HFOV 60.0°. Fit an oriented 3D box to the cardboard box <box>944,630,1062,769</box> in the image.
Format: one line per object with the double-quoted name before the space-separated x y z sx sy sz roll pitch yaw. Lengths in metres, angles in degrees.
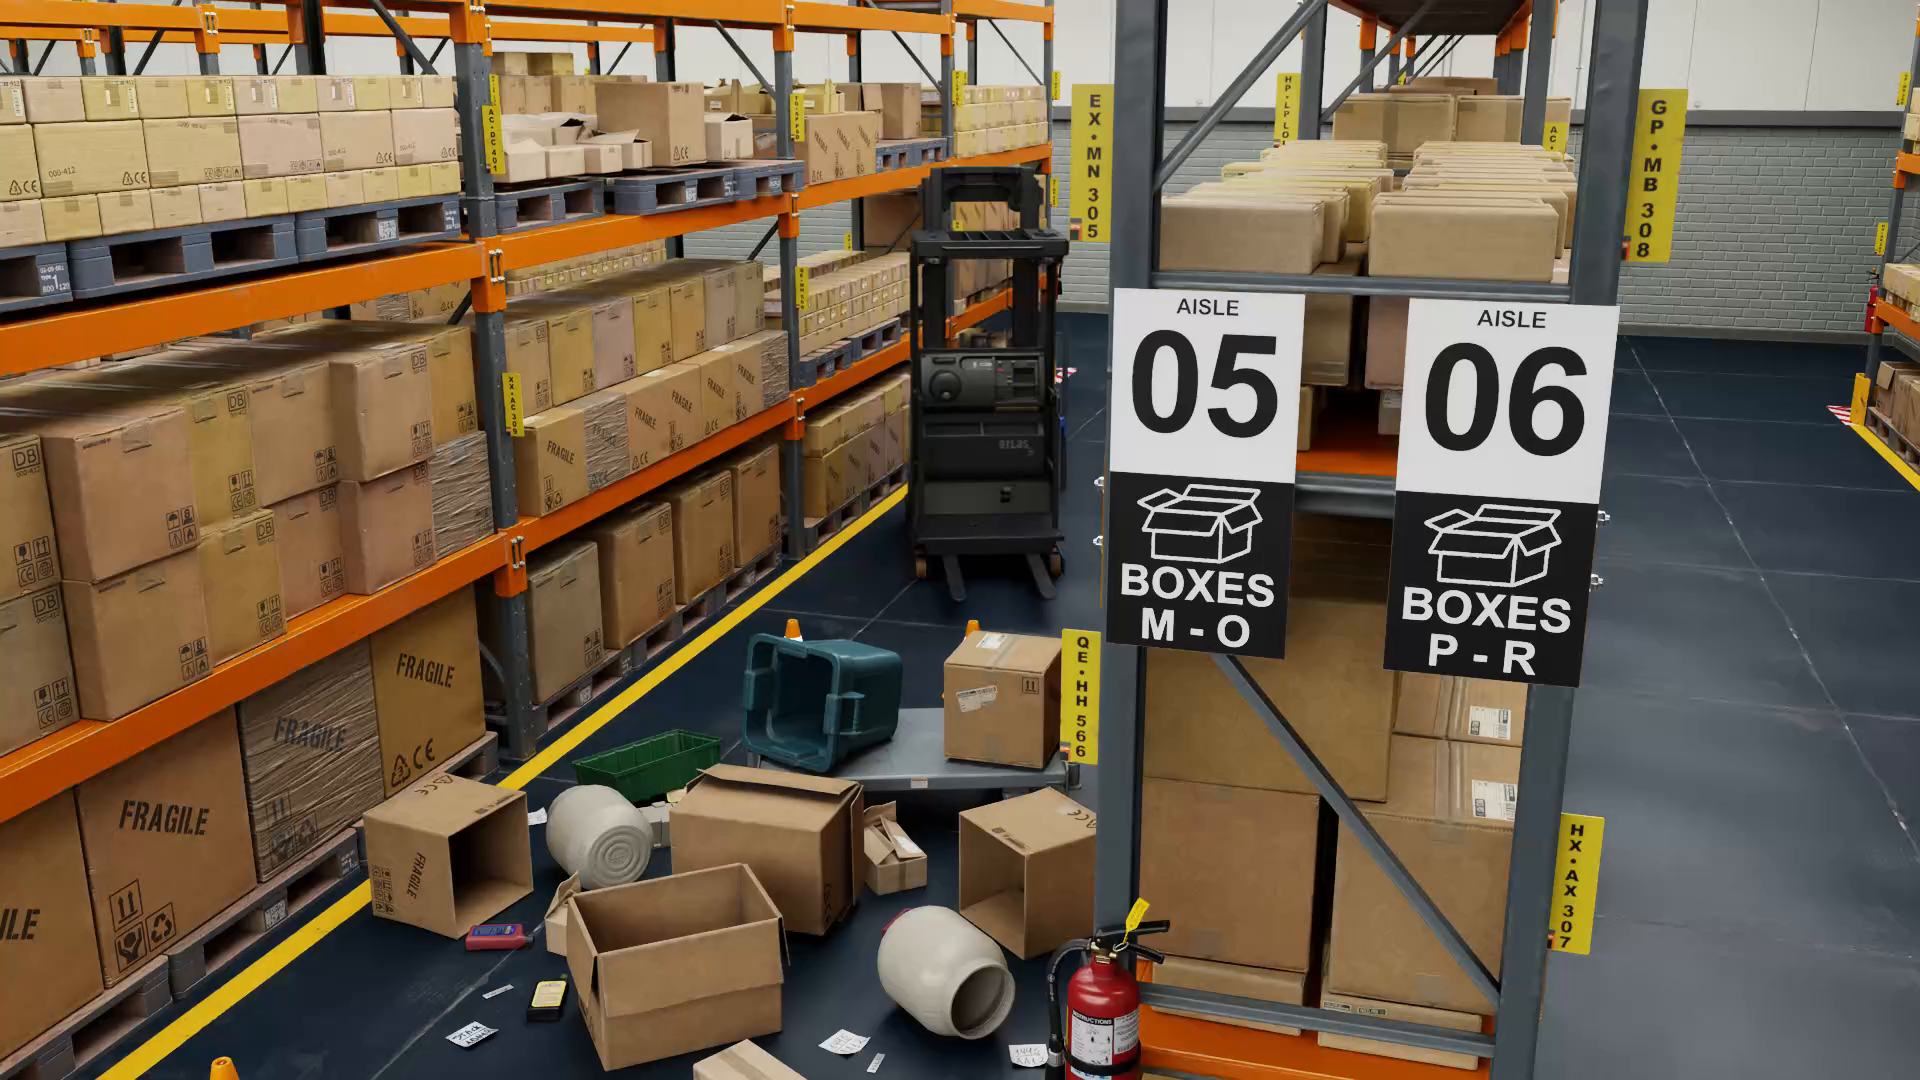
"cardboard box" 0.231 0.783 8.264 0.500 0.500 0.500 5 16 16

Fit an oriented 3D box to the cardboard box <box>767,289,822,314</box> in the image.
"cardboard box" -1.301 -1.872 13.034 0.380 0.149 0.250 4 16 14

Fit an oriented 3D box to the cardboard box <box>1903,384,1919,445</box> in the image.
"cardboard box" 9.325 -1.176 15.789 0.500 0.500 0.500 5 17 17

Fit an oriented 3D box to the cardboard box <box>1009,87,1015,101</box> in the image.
"cardboard box" 0.375 -4.782 17.824 0.380 0.149 0.250 5 17 17

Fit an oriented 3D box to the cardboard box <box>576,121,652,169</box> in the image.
"cardboard box" -2.094 -2.384 10.033 0.396 0.266 0.258 5 16 16

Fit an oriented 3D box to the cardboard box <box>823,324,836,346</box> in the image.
"cardboard box" -1.219 -1.652 13.347 0.380 0.149 0.250 5 17 19

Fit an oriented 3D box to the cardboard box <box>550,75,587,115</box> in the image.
"cardboard box" -4.675 -5.003 18.838 0.700 0.500 0.500 5 17 18

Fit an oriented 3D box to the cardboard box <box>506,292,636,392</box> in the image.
"cardboard box" -2.405 -1.209 10.077 0.700 0.500 0.500 5 17 16

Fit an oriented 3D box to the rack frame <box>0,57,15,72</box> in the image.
"rack frame" -13.642 -7.488 23.238 1.000 3.000 0.127 5 16 16

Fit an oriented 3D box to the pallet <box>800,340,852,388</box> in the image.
"pallet" -1.591 -1.431 13.229 1.213 0.211 1.003 5 16 16

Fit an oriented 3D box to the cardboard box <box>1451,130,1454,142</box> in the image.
"cardboard box" 2.677 -2.063 9.418 0.797 0.503 0.637 5 16 16

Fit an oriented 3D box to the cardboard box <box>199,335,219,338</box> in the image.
"cardboard box" -6.516 -1.936 14.475 0.500 0.500 0.500 5 17 18

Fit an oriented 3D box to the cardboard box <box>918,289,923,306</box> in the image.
"cardboard box" -0.551 -2.269 15.523 0.380 0.149 0.250 5 17 16

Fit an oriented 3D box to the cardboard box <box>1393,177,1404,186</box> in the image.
"cardboard box" 1.559 -1.345 6.806 0.500 0.250 0.500 4 16 15

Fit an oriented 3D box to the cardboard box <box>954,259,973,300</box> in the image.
"cardboard box" -0.173 -2.676 16.540 0.500 0.500 0.500 4 16 15

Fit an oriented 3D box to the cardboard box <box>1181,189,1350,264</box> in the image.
"cardboard box" 0.733 -0.760 4.014 0.380 0.149 0.250 5 17 17

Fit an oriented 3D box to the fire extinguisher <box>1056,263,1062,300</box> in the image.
"fire extinguisher" 1.096 -3.235 20.063 0.296 0.674 0.183 5 16 16

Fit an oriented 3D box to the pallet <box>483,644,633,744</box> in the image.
"pallet" -2.682 0.852 9.940 1.003 0.211 1.213 5 16 16

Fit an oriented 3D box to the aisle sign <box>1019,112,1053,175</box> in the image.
"aisle sign" 0.890 -4.668 19.526 0.394 0.787 0.004 5 16 16

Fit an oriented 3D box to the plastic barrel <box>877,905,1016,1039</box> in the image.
"plastic barrel" -0.055 1.703 6.548 0.421 0.421 0.512 -10 19 -32

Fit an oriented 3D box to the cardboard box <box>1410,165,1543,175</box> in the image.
"cardboard box" 1.568 -1.057 5.061 0.380 0.149 0.250 5 17 17

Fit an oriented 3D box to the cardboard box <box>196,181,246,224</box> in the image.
"cardboard box" -3.058 -1.335 6.550 0.380 0.149 0.250 5 16 16

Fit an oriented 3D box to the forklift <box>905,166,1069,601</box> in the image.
"forklift" 0.189 -1.212 12.230 1.130 2.935 3.031 -1 16 -4

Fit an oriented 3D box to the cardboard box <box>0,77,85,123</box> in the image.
"cardboard box" -3.276 -1.520 5.741 0.380 0.149 0.250 4 16 15

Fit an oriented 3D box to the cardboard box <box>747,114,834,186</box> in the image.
"cardboard box" -1.274 -2.949 12.548 0.500 0.500 0.500 5 16 16

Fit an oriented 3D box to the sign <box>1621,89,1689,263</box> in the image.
"sign" 1.330 -0.700 3.201 0.100 0.325 0.005 5 16 16

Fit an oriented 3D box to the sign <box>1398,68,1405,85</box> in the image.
"sign" 4.826 -5.010 18.253 0.100 0.325 0.005 5 16 16

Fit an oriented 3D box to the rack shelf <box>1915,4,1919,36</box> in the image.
"rack shelf" 9.548 -4.695 14.717 1.077 0.370 4.000 5 16 16

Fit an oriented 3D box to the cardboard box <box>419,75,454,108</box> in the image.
"cardboard box" -2.627 -2.118 7.848 0.380 0.149 0.250 4 16 15

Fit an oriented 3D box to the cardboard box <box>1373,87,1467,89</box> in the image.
"cardboard box" 3.182 -2.938 11.741 0.700 0.500 0.500 4 16 13

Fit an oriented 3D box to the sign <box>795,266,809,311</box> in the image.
"sign" -1.159 -1.843 12.210 0.100 0.325 0.005 5 16 16

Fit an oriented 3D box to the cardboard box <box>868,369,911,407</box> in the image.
"cardboard box" -0.683 -1.387 15.161 0.500 0.250 0.500 5 17 19

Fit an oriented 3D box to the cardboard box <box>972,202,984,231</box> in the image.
"cardboard box" -0.061 -3.283 16.847 0.500 0.500 0.500 4 16 14

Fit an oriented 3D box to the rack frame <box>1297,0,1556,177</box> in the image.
"rack frame" 1.946 -2.811 6.748 1.000 3.000 0.127 5 16 16

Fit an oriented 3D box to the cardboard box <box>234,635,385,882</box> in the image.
"cardboard box" -3.327 0.933 7.666 0.875 0.875 0.875 5 17 16

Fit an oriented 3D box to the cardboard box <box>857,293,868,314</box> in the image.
"cardboard box" -0.997 -2.001 14.032 0.380 0.149 0.250 4 16 15

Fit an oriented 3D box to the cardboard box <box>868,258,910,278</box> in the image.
"cardboard box" -0.633 -2.485 15.192 0.380 0.149 0.250 4 16 14

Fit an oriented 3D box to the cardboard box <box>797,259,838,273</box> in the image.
"cardboard box" -1.330 -2.470 15.140 0.380 0.149 0.250 4 16 15

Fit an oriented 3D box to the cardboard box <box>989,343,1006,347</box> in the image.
"cardboard box" 0.439 -2.104 18.614 0.380 0.149 0.250 5 17 18

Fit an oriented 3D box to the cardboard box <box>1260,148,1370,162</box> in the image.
"cardboard box" 1.314 -1.368 6.158 0.380 0.149 0.250 4 16 15

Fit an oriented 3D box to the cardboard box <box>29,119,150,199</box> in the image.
"cardboard box" -3.296 -1.371 5.946 0.500 0.250 0.500 4 16 15

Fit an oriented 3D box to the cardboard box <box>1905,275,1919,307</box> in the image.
"cardboard box" 9.445 -2.389 15.983 0.500 0.250 0.500 4 16 15

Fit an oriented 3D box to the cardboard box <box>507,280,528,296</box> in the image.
"cardboard box" -4.879 -2.717 17.871 0.380 0.149 0.250 5 16 16

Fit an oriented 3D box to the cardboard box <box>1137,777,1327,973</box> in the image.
"cardboard box" 0.699 0.767 4.399 0.500 0.500 0.500 4 16 15

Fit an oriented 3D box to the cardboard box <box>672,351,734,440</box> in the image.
"cardboard box" -1.848 -0.977 11.093 0.500 0.500 0.500 4 16 15

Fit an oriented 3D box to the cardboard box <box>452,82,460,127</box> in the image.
"cardboard box" -5.437 -4.327 16.637 0.700 0.500 0.500 5 17 17

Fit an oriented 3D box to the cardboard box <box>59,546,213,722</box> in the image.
"cardboard box" -3.488 0.309 6.467 0.875 0.550 0.550 5 16 16

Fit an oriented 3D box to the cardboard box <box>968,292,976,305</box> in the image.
"cardboard box" -0.050 -2.521 17.180 0.380 0.149 0.250 4 16 13

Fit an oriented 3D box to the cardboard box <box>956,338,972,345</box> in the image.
"cardboard box" -0.042 -2.219 19.020 0.380 0.149 0.250 4 16 13

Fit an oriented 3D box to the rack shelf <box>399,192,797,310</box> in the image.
"rack shelf" -2.260 -1.902 10.361 1.077 0.370 4.000 5 16 16

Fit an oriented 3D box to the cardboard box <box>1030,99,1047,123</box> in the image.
"cardboard box" 0.695 -4.893 18.944 0.500 0.250 0.500 4 16 14

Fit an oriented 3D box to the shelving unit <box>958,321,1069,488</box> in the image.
"shelving unit" 0.471 -1.107 14.484 0.538 1.500 1.048 9 18 30

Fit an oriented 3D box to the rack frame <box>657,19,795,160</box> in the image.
"rack frame" -1.692 -4.215 11.698 1.000 3.000 0.127 5 16 16

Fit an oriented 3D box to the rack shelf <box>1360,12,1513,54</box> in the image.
"rack shelf" 3.651 -3.842 12.435 1.077 0.370 4.000 5 16 16

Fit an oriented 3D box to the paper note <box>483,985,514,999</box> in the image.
"paper note" -1.889 1.847 6.801 0.123 0.001 0.032 -15 21 -41

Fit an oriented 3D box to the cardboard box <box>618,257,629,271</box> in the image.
"cardboard box" -4.219 -3.326 20.018 0.380 0.149 0.250 4 16 15
